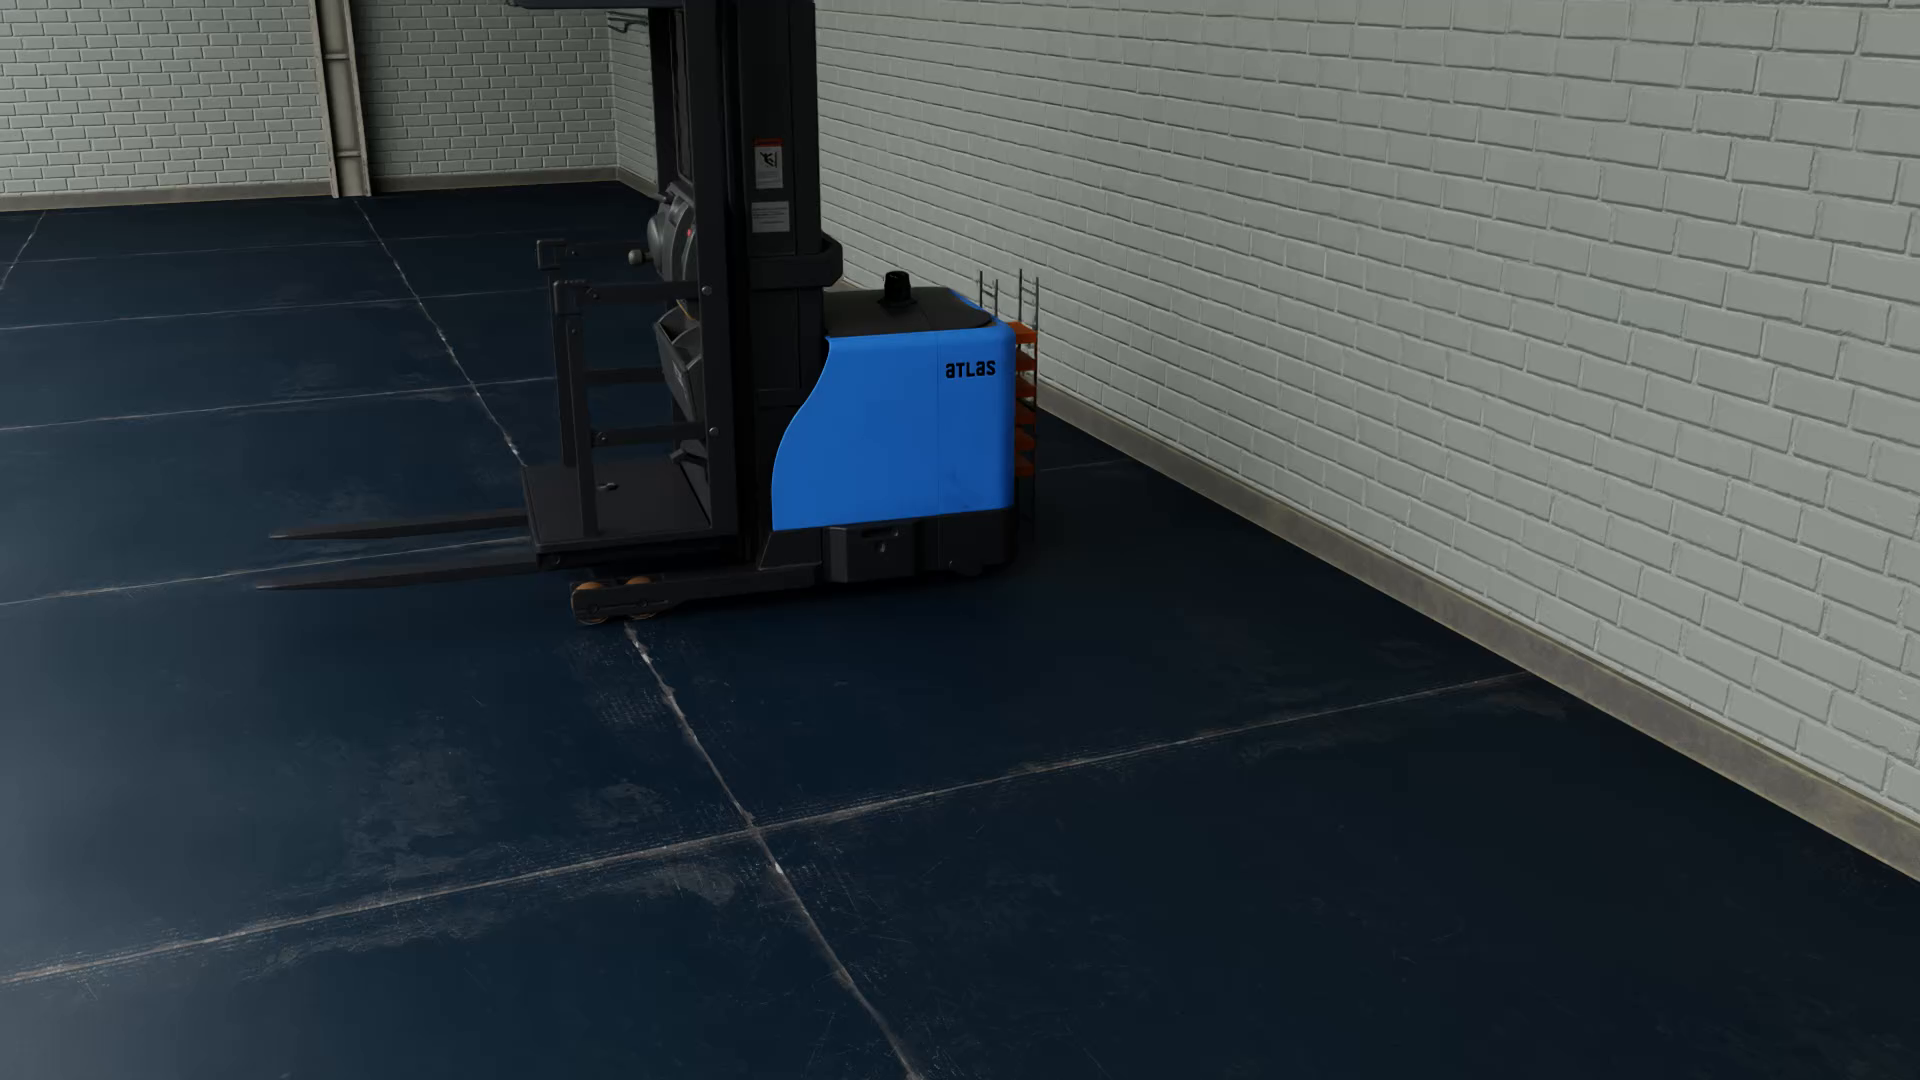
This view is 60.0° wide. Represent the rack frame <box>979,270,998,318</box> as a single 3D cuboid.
[{"bbox_3d":[0.123,-0.576,7.351,0.006,1.200,0.240,-6,20,-16],"label":"rack frame"}]

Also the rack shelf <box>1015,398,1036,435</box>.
[{"bbox_3d":[0.210,-0.543,7.391,0.180,0.103,0.258,-6,20,-16],"label":"rack shelf"}]

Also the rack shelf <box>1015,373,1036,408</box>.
[{"bbox_3d":[0.210,-0.656,7.351,0.180,0.103,0.258,-6,20,-16],"label":"rack shelf"}]

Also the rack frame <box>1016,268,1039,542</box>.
[{"bbox_3d":[0.298,-0.594,7.401,0.006,1.200,0.240,-6,20,-16],"label":"rack frame"}]

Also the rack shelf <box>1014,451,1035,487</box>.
[{"bbox_3d":[0.210,-0.316,7.471,0.180,0.103,0.258,-6,20,-16],"label":"rack shelf"}]

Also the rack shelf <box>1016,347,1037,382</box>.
[{"bbox_3d":[0.210,-0.769,7.311,0.180,0.103,0.258,-6,20,-16],"label":"rack shelf"}]

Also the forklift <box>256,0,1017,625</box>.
[{"bbox_3d":[-1.333,-1.243,6.639,3.031,2.935,1.130,-6,20,-16],"label":"forklift"}]

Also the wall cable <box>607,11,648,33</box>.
[{"bbox_3d":[-3.464,-6.559,17.275,0.112,2.526,3.097,-8,21,-22],"label":"wall cable"}]

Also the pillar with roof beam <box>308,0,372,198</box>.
[{"bbox_3d":[-4.987,-6.726,13.075,0.400,9.000,9.100,-8,21,-22],"label":"pillar with roof beam"}]

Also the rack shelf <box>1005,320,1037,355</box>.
[{"bbox_3d":[0.210,-0.882,7.271,0.180,0.103,0.258,-6,20,-16],"label":"rack shelf"}]

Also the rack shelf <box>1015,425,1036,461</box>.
[{"bbox_3d":[0.210,-0.430,7.431,0.180,0.103,0.258,-6,20,-16],"label":"rack shelf"}]

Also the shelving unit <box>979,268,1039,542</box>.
[{"bbox_3d":[0.210,-0.585,7.376,0.189,1.200,0.258,-6,20,-16],"label":"shelving unit"}]
